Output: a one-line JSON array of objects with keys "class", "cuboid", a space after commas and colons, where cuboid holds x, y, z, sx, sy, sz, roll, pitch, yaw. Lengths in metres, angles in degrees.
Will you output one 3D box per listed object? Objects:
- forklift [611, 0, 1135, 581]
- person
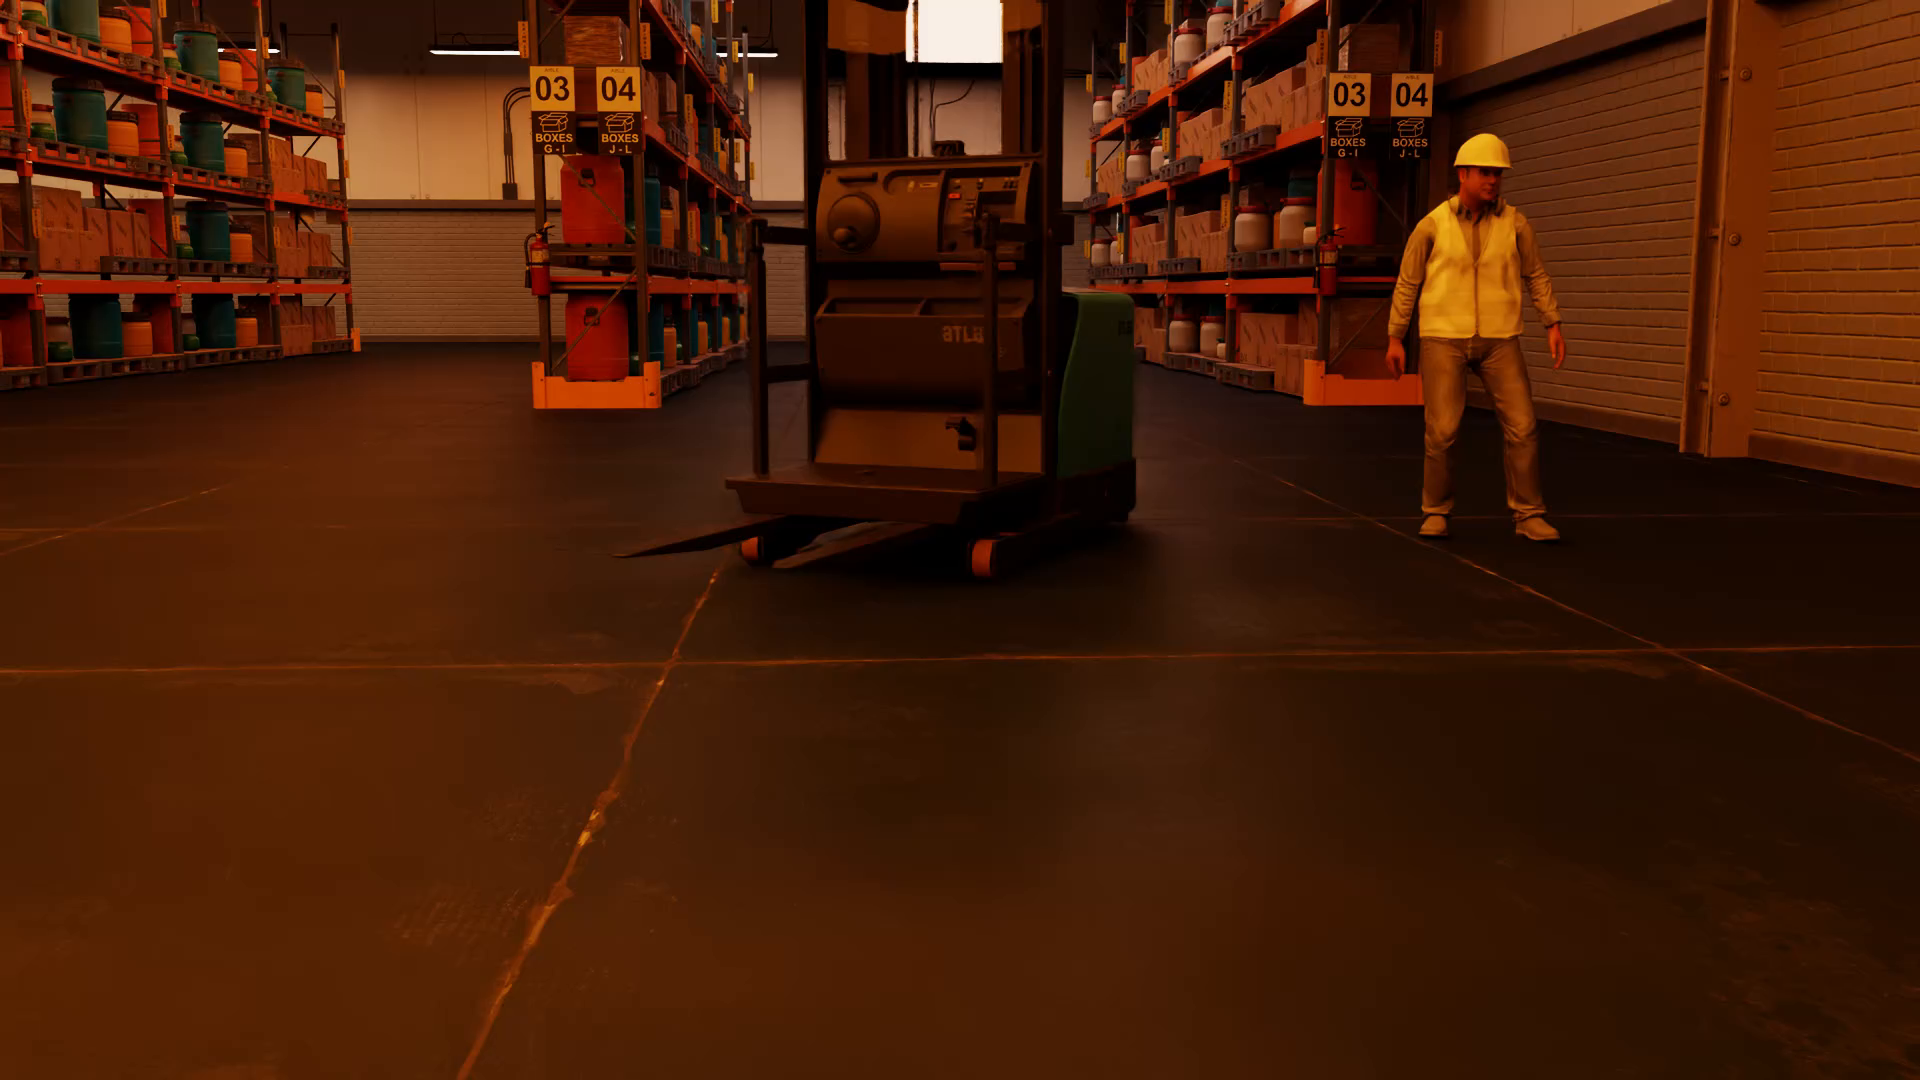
[{"class": "forklift", "cuboid": [-0.235, -1.364, 6.517, 1.130, 2.935, 3.031, 4, 9, 23]}, {"class": "person", "cuboid": [2.258, -0.881, 7.290, 0.751, 1.749, 0.421, 1, 8, 5]}]
